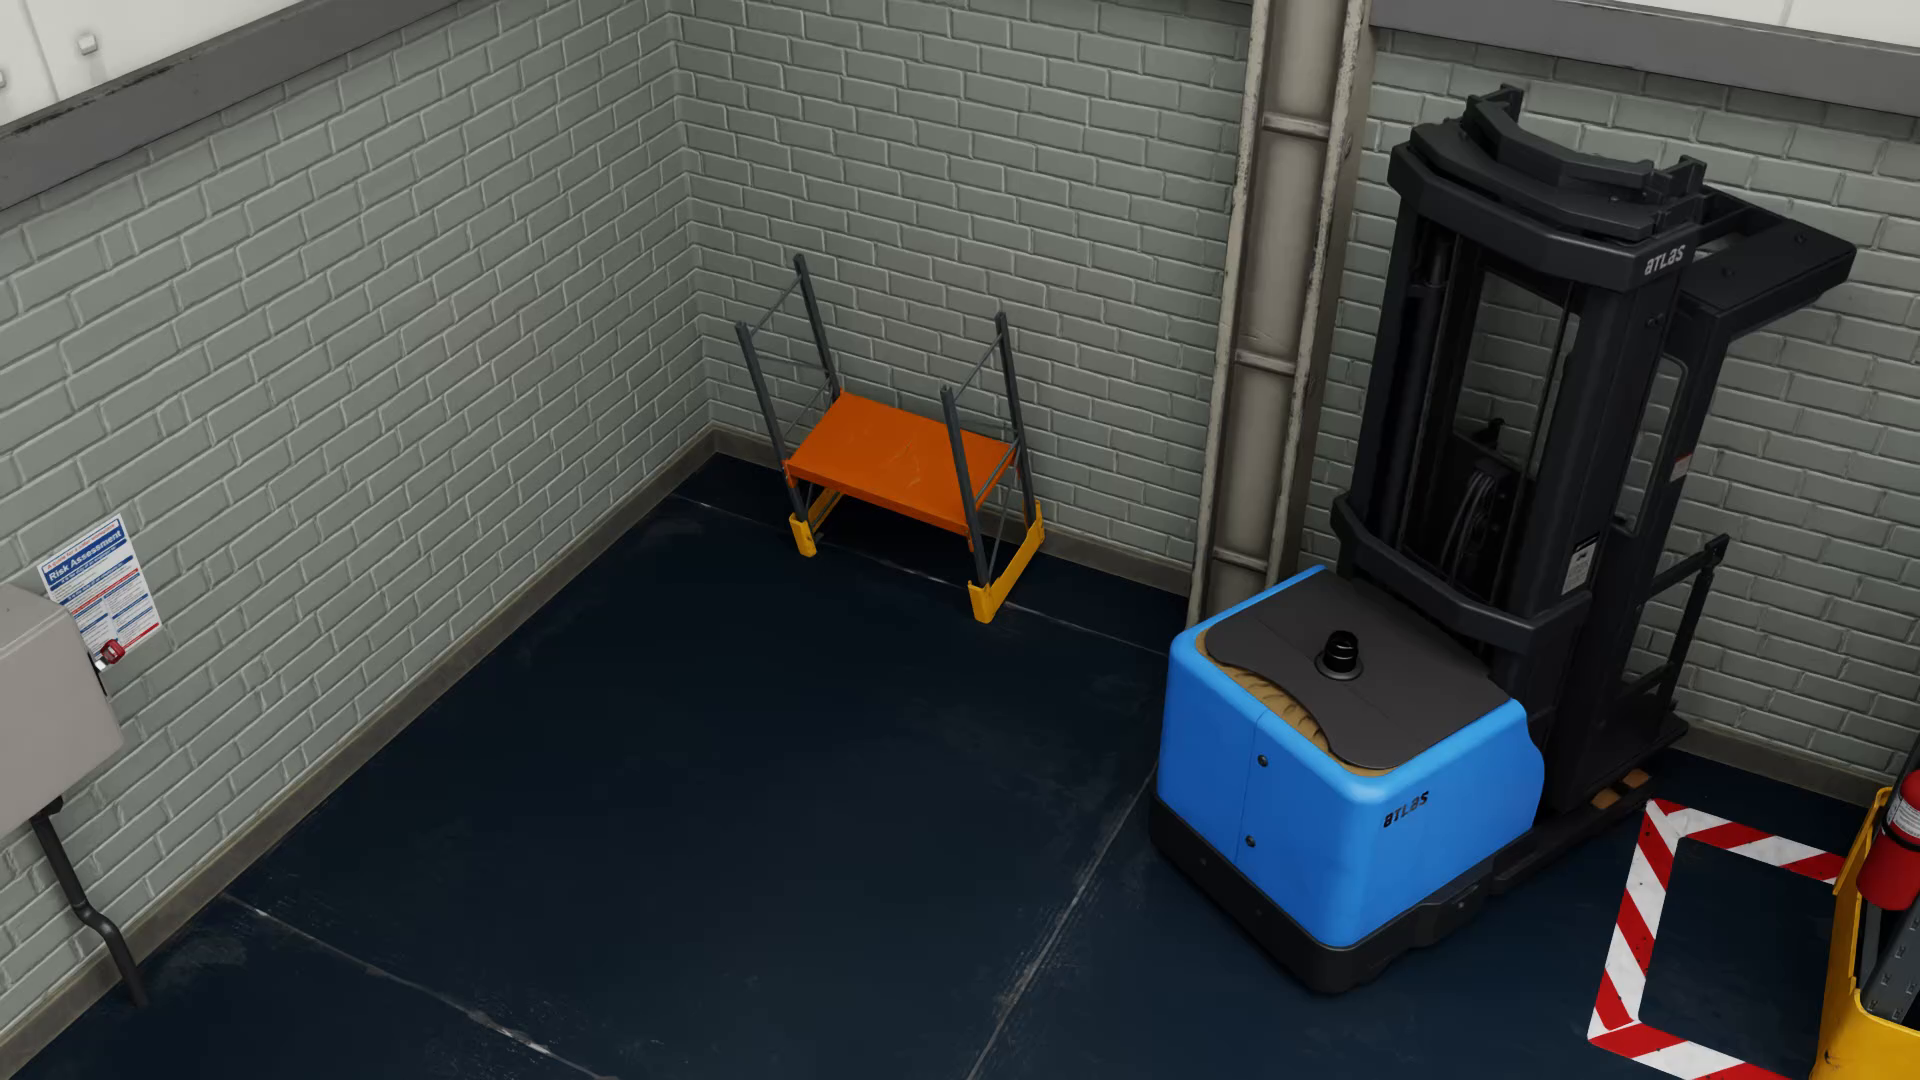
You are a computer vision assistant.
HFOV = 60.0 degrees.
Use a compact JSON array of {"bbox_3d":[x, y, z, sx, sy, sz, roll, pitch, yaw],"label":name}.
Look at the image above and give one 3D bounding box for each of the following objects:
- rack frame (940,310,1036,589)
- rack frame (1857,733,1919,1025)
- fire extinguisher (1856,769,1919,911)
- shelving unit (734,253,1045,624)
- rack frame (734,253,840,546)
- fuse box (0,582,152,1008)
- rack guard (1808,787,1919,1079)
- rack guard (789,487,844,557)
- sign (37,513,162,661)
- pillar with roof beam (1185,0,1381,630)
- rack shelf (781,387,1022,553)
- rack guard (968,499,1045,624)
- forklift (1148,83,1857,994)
[{"bbox_3d":[0.155,-0.295,7.330,0.032,1.500,0.500,20,57,24],"label":"rack frame"},{"bbox_3d":[3.263,0.455,5.189,0.127,3.000,1.000,17,41,21],"label":"rack frame"},{"bbox_3d":[2.920,0.842,5.052,0.183,0.674,0.296,17,41,21],"label":"fire extinguisher"},{"bbox_3d":[-0.290,-0.453,7.540,1.083,1.500,0.587,20,57,24],"label":"shelving unit"},{"bbox_3d":[-0.720,-0.606,7.743,0.032,1.500,0.500,20,57,24],"label":"rack frame"},{"bbox_3d":[-2.938,0.992,5.548,0.414,1.711,0.539,17,41,21],"label":"fuse box"},{"bbox_3d":[3.331,1.472,5.917,0.348,0.500,1.175,17,41,21],"label":"rack guard"},{"bbox_3d":[-0.634,-0.210,8.220,0.087,0.250,0.587,20,57,24],"label":"rack guard"},{"bbox_3d":[-2.895,0.194,5.612,0.001,0.494,0.329,17,41,21],"label":"sign"},{"bbox_3d":[-0.696,-0.857,1.956,0.400,9.000,9.100,17,41,21],"label":"pillar with roof beam"},{"bbox_3d":[-0.258,-0.337,7.674,1.000,0.185,0.538,20,57,24],"label":"rack shelf"},{"bbox_3d":[0.223,0.094,7.815,0.087,0.250,0.587,20,57,24],"label":"rack guard"},{"bbox_3d":[2.244,-0.237,6.157,3.031,2.935,1.130,-23,43,-27],"label":"forklift"}]
